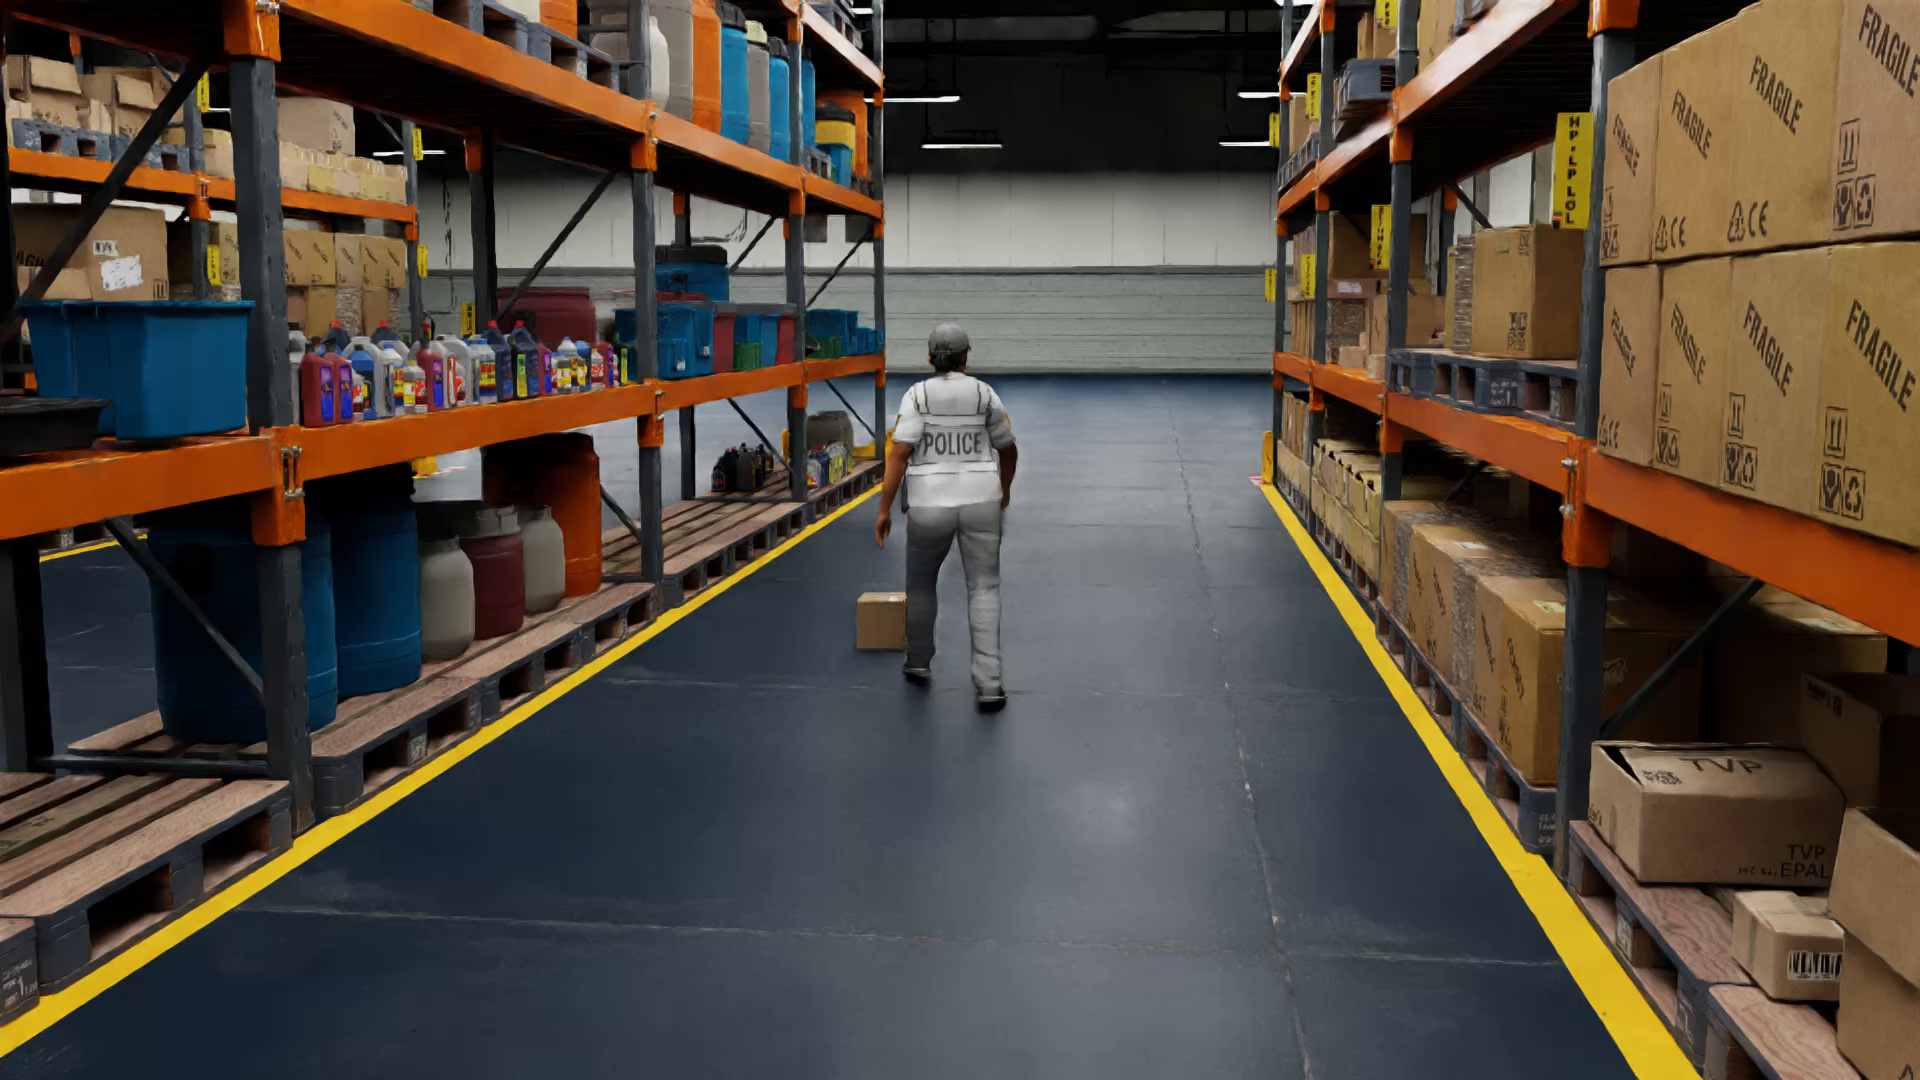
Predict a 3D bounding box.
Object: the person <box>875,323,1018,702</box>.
[{"bbox_3d":[-0.069,-0.142,7.366,0.655,1.628,0.909,-1,8,-8],"label":"person"}]
